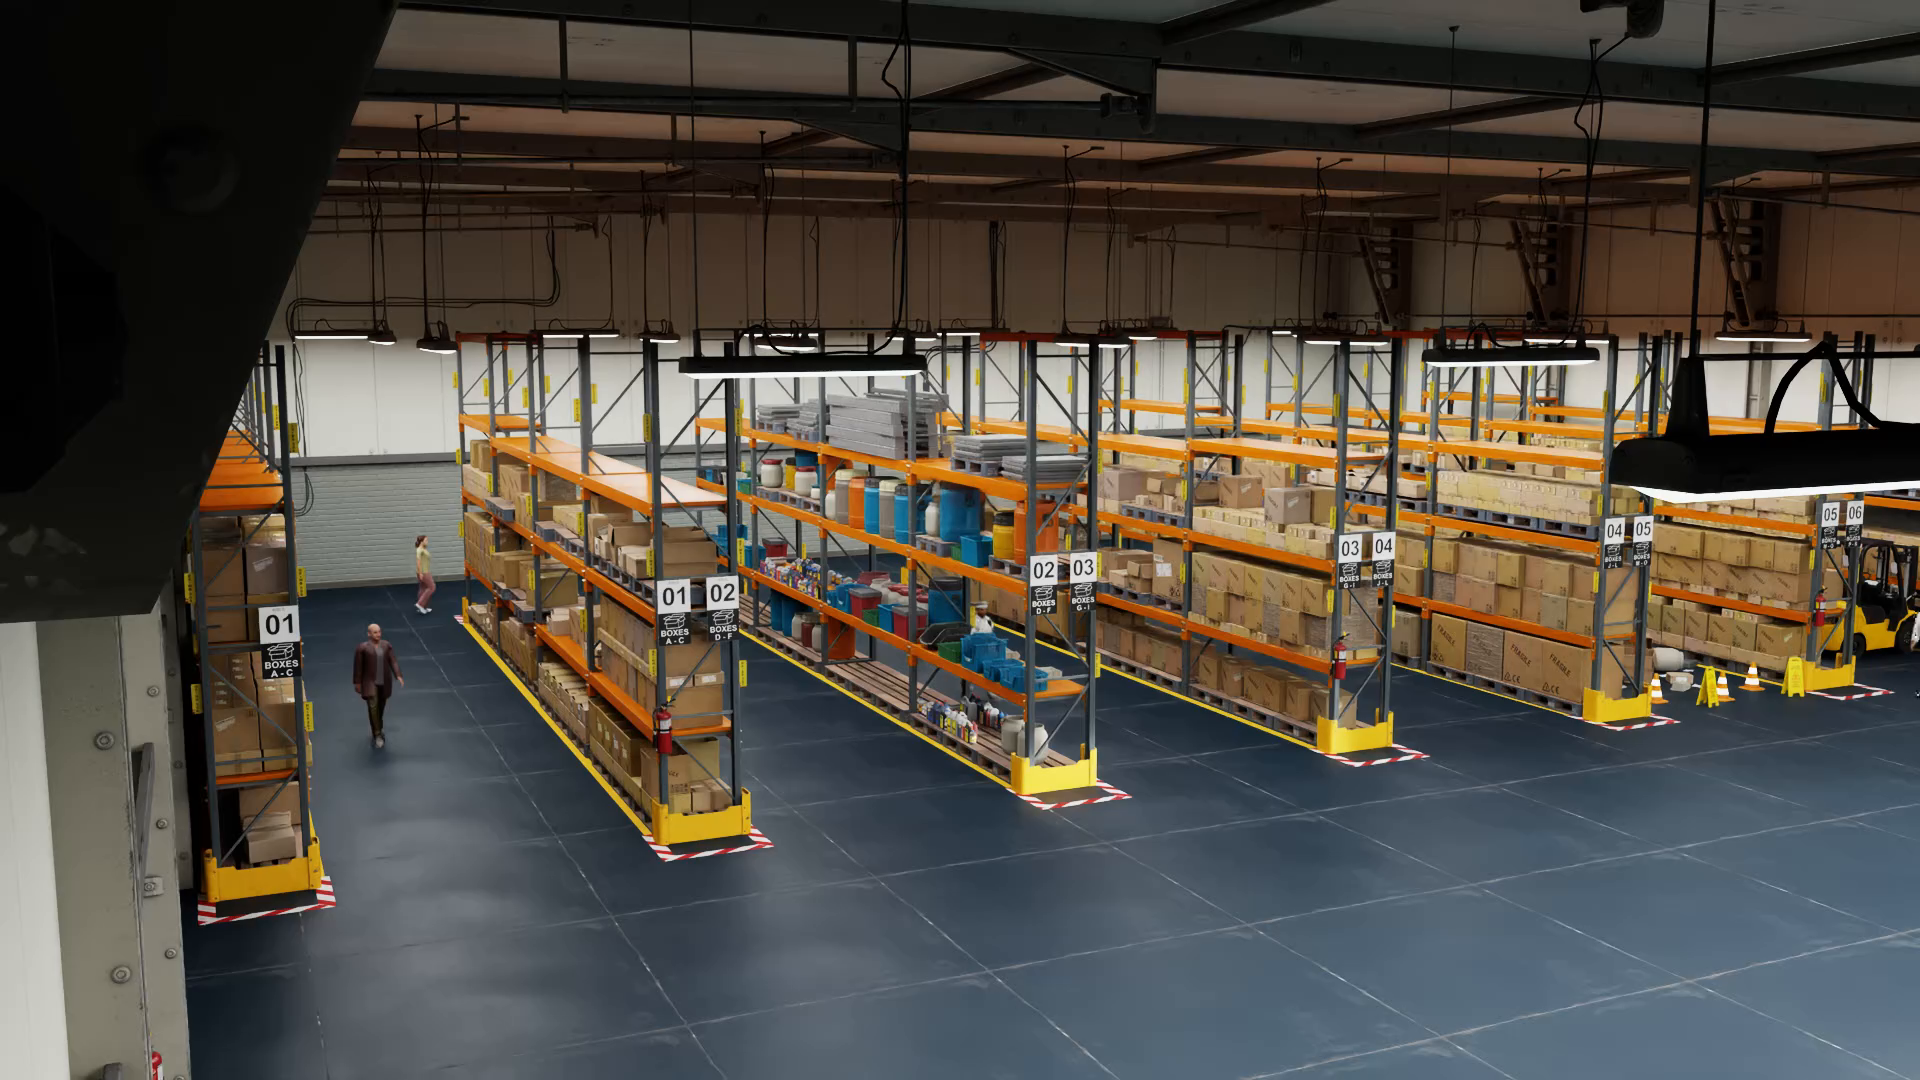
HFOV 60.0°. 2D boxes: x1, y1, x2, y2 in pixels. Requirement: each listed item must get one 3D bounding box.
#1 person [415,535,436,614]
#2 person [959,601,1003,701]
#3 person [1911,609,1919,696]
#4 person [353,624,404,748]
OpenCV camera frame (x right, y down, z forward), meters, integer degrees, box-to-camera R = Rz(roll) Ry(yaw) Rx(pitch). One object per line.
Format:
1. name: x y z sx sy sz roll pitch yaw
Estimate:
1. person: -11.415 0.717 35.441 0.420 1.670 0.477 -3 8 -22
2. person: 0.350 1.798 27.539 1.070 1.629 0.444 7 10 40
3. person: 16.267 1.726 27.790 1.112 1.736 0.621 -5 9 -35
4. person: -8.646 2.122 24.751 0.662 1.746 1.036 -6 10 -37
